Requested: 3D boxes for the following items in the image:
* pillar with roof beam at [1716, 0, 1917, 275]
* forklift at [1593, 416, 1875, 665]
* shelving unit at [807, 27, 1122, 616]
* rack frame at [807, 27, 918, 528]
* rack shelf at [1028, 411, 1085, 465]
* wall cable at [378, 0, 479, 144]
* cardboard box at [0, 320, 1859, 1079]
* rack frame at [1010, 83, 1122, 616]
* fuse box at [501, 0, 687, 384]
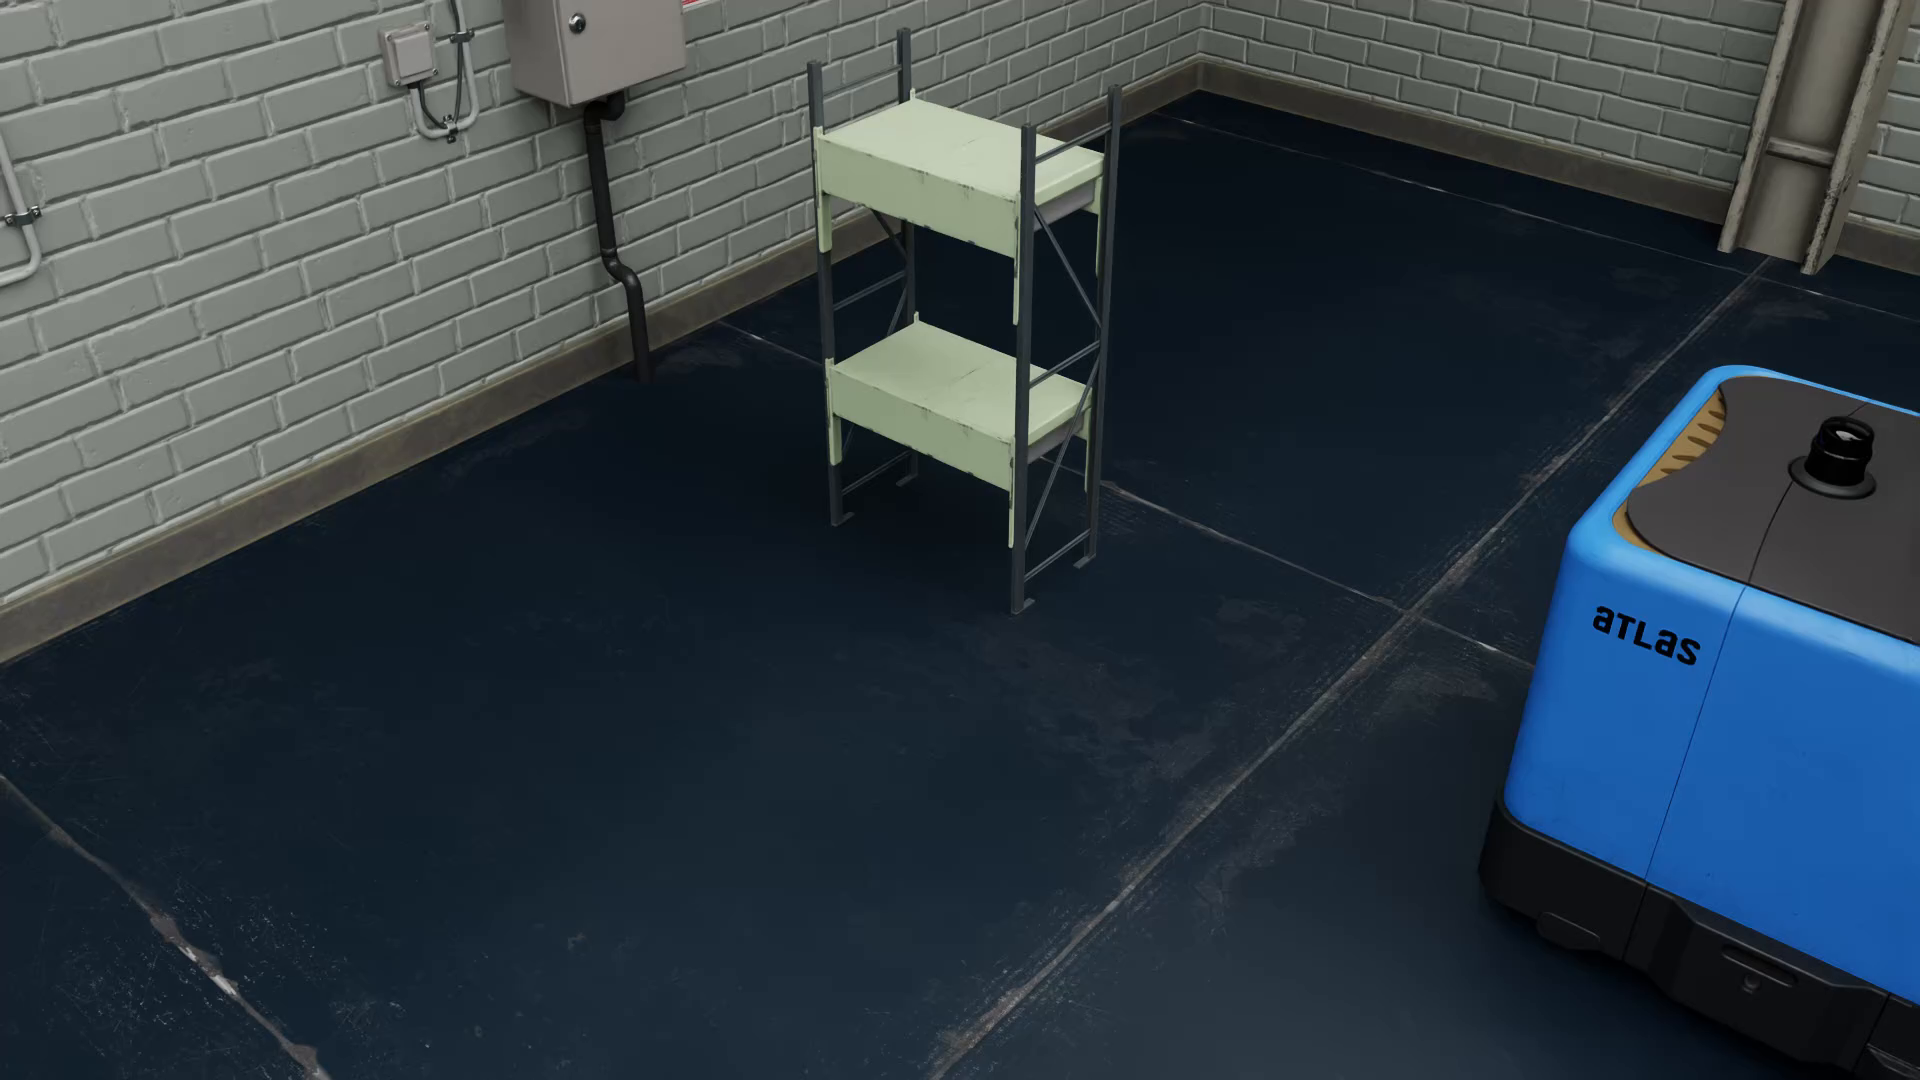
[{"bbox_3d":[0.697,-3.061,1.758,0.400,9.000,9.100,25,42,32],"label":"pillar with roof beam"},{"bbox_3d":[2.739,0.018,2.713,2.937,2.843,1.107,24,41,31],"label":"forklift"},{"bbox_3d":[0.005,-0.616,4.822,0.755,1.500,0.400,25,42,32],"label":"shelving unit"},{"bbox_3d":[-0.276,-0.748,5.015,0.023,1.500,0.400,25,42,32],"label":"rack frame"},{"bbox_3d":[0.005,-0.406,4.966,0.664,0.071,0.332,25,42,32],"label":"rack shelf"},{"bbox_3d":[-1.676,-2.004,4.621,0.122,1.984,0.588,25,42,32],"label":"wall cable"},{"bbox_3d":[2.303,2.200,0.678,13.522,1.550,6.103,24,41,31],"label":"cardboard box"},{"bbox_3d":[0.286,-0.483,4.629,0.023,1.500,0.400,25,42,32],"label":"rack frame"},{"bbox_3d":[-1.118,-1.294,5.622,0.414,1.711,0.539,25,42,32],"label":"fuse box"}]
